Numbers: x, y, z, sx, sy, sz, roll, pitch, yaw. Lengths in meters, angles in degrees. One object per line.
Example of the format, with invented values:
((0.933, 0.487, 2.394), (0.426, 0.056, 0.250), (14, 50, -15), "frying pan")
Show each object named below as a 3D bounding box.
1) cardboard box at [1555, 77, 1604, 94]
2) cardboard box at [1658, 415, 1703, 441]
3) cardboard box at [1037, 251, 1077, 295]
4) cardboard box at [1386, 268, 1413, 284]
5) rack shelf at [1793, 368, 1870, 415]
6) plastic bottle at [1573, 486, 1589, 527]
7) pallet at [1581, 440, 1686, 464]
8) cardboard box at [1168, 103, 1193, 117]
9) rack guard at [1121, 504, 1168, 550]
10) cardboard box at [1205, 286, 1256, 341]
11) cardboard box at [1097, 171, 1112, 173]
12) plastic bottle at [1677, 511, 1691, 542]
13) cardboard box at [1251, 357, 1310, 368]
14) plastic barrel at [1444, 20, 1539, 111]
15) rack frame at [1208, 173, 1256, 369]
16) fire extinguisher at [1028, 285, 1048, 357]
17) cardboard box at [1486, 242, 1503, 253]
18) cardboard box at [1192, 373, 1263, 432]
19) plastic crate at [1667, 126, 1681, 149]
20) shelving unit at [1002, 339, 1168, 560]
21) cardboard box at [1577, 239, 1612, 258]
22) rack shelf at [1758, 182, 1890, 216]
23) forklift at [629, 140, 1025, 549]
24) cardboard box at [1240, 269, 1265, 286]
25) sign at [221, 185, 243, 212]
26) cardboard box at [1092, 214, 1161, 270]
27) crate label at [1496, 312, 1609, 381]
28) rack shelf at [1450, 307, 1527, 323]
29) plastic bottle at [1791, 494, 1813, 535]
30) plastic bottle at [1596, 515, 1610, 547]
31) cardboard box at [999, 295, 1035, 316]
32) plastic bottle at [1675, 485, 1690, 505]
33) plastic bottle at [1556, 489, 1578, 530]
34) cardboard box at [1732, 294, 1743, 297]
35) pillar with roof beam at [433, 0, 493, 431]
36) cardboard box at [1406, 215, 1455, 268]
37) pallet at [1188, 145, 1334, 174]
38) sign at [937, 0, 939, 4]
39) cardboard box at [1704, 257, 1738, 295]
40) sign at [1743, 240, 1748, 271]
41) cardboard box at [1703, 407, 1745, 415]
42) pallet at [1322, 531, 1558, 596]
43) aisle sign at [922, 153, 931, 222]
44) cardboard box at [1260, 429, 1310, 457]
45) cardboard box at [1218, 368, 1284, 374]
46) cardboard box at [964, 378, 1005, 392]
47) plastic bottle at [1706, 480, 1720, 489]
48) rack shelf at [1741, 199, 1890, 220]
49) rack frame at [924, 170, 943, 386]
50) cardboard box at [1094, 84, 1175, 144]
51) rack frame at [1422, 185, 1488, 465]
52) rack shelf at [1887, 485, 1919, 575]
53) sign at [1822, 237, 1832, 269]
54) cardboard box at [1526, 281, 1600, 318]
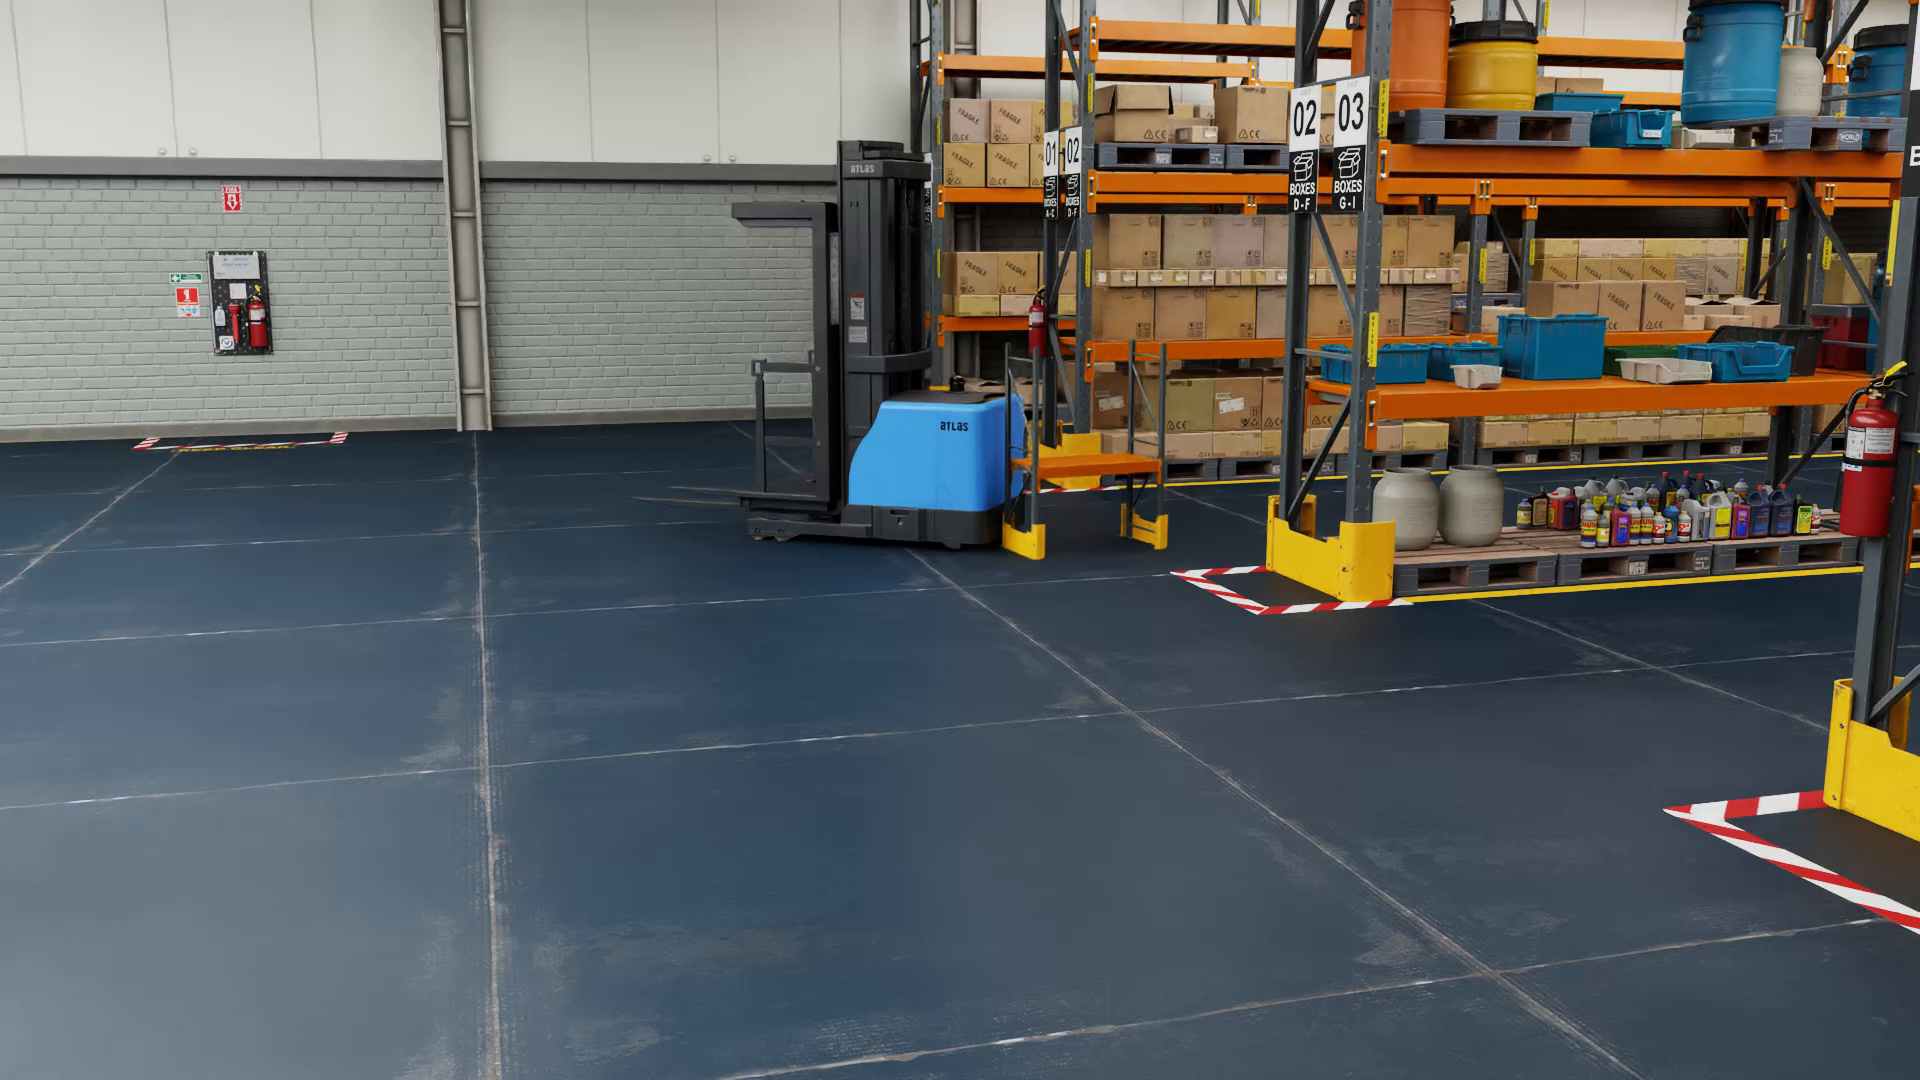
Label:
((5.968, -4.277, 16.395), (0.500, 0.500, 0.500), (-2, 11, -10), "cardboard box")
((7.250, -1.179, 17.103), (0.500, 0.250, 0.500), (-3, 11, -15), "cardboard box")
((1.113, -3.227, 20.079), (0.500, 0.500, 0.500), (-3, 11, -18), "cardboard box")
((4.135, -2.535, 15.963), (0.250, 0.149, 0.380), (-3, 11, -18), "cardboard box")
((8.126, -1.130, 12.385), (4.000, 0.370, 1.077), (-3, 11, -16), "rack shelf")
((4.388, -0.241, 11.877), (0.135, 0.276, 0.152), (-3, 11, -18), "plastic bottle")
((6.694, -0.979, 17.279), (1.213, 0.211, 1.003), (-3, 11, -16), "pallet")
((2.505, -5.028, 20.197), (0.500, 0.500, 0.500), (-2, 11, -13), "cardboard box")
((1.374, -0.104, 12.418), (0.087, 0.250, 0.587), (-4, 11, -23), "rack guard")
((2.417, -2.163, 15.736), (0.500, 0.500, 0.700), (-3, 11, -16), "cardboard box")
((1.518, -4.488, 20.026), (0.500, 0.500, 0.500), (-2, 11, -12), "cardboard box")
((4.910, -0.095, 11.293), (0.097, 0.201, 0.097), (0, 10, 0), "plastic bottle")
((4.138, -2.132, 21.529), (0.500, 0.500, 0.700), (-3, 11, -14), "cardboard box")
((3.424, -3.034, 10.777), (0.600, 0.588, 0.600), (0, 10, 0), "plastic barrel")
((3.436, -3.104, 21.125), (0.127, 3.000, 1.000), (-3, 11, -16), "rack frame")
((0.741, -2.078, 15.762), (0.183, 0.674, 0.296), (-3, 11, -16), "fire extinguisher")
((6.954, -3.869, 21.993), (0.250, 0.149, 0.380), (-5, 11, -23), "cardboard box")
((2.517, -1.306, 15.718), (0.500, 0.500, 0.500), (-3, 11, -16), "cardboard box")
((4.614, -2.721, 11.341), (0.450, 0.188, 0.336), (-3, 11, -16), "plastic crate")
((0.916, -0.683, 12.113), (1.083, 1.500, 0.587), (-4, 11, -23), "shelving unit")
((8.301, -3.886, 22.148), (0.500, 0.250, 0.500), (-3, 11, -17), "cardboard box")
((10.585, -3.669, 17.891), (4.000, 0.370, 1.077), (-3, 11, -16), "rack shelf")
((-1.072, -1.516, 12.684), (3.031, 2.935, 1.130), (4, 11, 20), "forklift")
((2.657, -2.457, 15.541), (0.250, 0.149, 0.380), (-3, 11, -17), "cardboard box")
((-8.154, -3.823, 18.624), (0.199, 0.298, 0.001), (-3, 11, -16), "sign")
((1.486, -2.752, 15.353), (0.500, 0.500, 0.700), (-3, 11, -16), "cardboard box")
((4.056, -1.337, 11.428), (0.616, 0.435, 0.502), (-3, 11, -16), "crate label")
((5.357, -2.852, 21.740), (4.000, 0.370, 1.077), (-3, 11, -16), "rack shelf")
((5.836, -0.181, 11.532), (0.133, 0.283, 0.061), (-2, 11, -13), "plastic bottle")
((4.292, -0.063, 11.116), (0.097, 0.201, 0.097), (0, 10, 0), "plastic bottle")
((0.648, -2.836, 20.027), (0.500, 0.250, 0.500), (-3, 11, -18), "cardboard box")
((5.209, -0.260, 11.993), (0.097, 0.271, 0.097), (0, 10, 0), "plastic bottle")
((4.286, -0.219, 11.738), (0.133, 0.283, 0.061), (-3, 11, -16), "plastic bottle")
((10.636, -3.312, 22.893), (0.250, 0.149, 0.380), (-3, 11, -15), "cardboard box")
((-4.532, -4.986, 14.777), (0.400, 9.000, 9.100), (-3, 11, -16), "pillar with roof beam")
((4.400, -2.907, 16.194), (0.500, 0.500, 0.700), (-3, 11, -16), "cardboard box")
((2.844, -3.566, 15.594), (1.213, 0.211, 1.003), (-3, 11, -16), "pallet")
((-0.253, -6.256, 18.878), (0.005, 0.325, 0.100), (-3, 11, -16), "sign")
((10.258, -3.620, 22.772), (0.500, 0.500, 0.500), (-3, 11, -15), "cardboard box")
((8.504, -3.070, 17.960), (0.005, 0.325, 0.100), (-3, 11, -16), "sign")
((7.734, -1.479, 17.182), (0.500, 0.311, 0.500), (-3, 11, -17), "cardboard box")
((3.206, 0.139, 11.206), (1.213, 0.211, 1.003), (-3, 11, -16), "pallet")
((-0.390, -4.125, 19.487), (0.004, 0.787, 0.394), (-3, 11, -16), "aisle sign")
((3.002, -0.959, 15.908), (0.500, 0.250, 0.500), (-3, 11, -16), "cardboard box")
((2.852, -1.421, 16.345), (0.500, 0.500, 0.500), (-3, 11, -16), "cardboard box")
((0.285, -1.815, 20.334), (0.500, 0.311, 0.500), (-4, 11, -22), "cardboard box")
((5.474, -0.298, 12.188), (0.135, 0.276, 0.152), (-3, 11, -14), "plastic bottle")
((13.038, -4.732, 23.667), (4.000, 0.370, 1.077), (-3, 11, -16), "rack shelf")
((-0.404, -2.902, 20.025), (0.127, 3.000, 1.000), (-3, 11, -16), "rack frame")
((1.537, -3.871, 15.171), (0.637, 0.503, 0.797), (-2, 11, -12), "cardboard box")
((4.824, -2.243, 16.448), (0.127, 3.000, 1.000), (-3, 11, -16), "rack frame")
((5.669, -0.066, 6.608), (4.000, 0.370, 1.077), (-3, 11, -16), "rack shelf")
((8.823, -2.919, 16.920), (0.005, 0.325, 0.100), (-3, 11, -16), "sign")
((6.072, -2.355, 16.780), (0.500, 0.500, 0.500), (-2, 11, -12), "cardboard box")
